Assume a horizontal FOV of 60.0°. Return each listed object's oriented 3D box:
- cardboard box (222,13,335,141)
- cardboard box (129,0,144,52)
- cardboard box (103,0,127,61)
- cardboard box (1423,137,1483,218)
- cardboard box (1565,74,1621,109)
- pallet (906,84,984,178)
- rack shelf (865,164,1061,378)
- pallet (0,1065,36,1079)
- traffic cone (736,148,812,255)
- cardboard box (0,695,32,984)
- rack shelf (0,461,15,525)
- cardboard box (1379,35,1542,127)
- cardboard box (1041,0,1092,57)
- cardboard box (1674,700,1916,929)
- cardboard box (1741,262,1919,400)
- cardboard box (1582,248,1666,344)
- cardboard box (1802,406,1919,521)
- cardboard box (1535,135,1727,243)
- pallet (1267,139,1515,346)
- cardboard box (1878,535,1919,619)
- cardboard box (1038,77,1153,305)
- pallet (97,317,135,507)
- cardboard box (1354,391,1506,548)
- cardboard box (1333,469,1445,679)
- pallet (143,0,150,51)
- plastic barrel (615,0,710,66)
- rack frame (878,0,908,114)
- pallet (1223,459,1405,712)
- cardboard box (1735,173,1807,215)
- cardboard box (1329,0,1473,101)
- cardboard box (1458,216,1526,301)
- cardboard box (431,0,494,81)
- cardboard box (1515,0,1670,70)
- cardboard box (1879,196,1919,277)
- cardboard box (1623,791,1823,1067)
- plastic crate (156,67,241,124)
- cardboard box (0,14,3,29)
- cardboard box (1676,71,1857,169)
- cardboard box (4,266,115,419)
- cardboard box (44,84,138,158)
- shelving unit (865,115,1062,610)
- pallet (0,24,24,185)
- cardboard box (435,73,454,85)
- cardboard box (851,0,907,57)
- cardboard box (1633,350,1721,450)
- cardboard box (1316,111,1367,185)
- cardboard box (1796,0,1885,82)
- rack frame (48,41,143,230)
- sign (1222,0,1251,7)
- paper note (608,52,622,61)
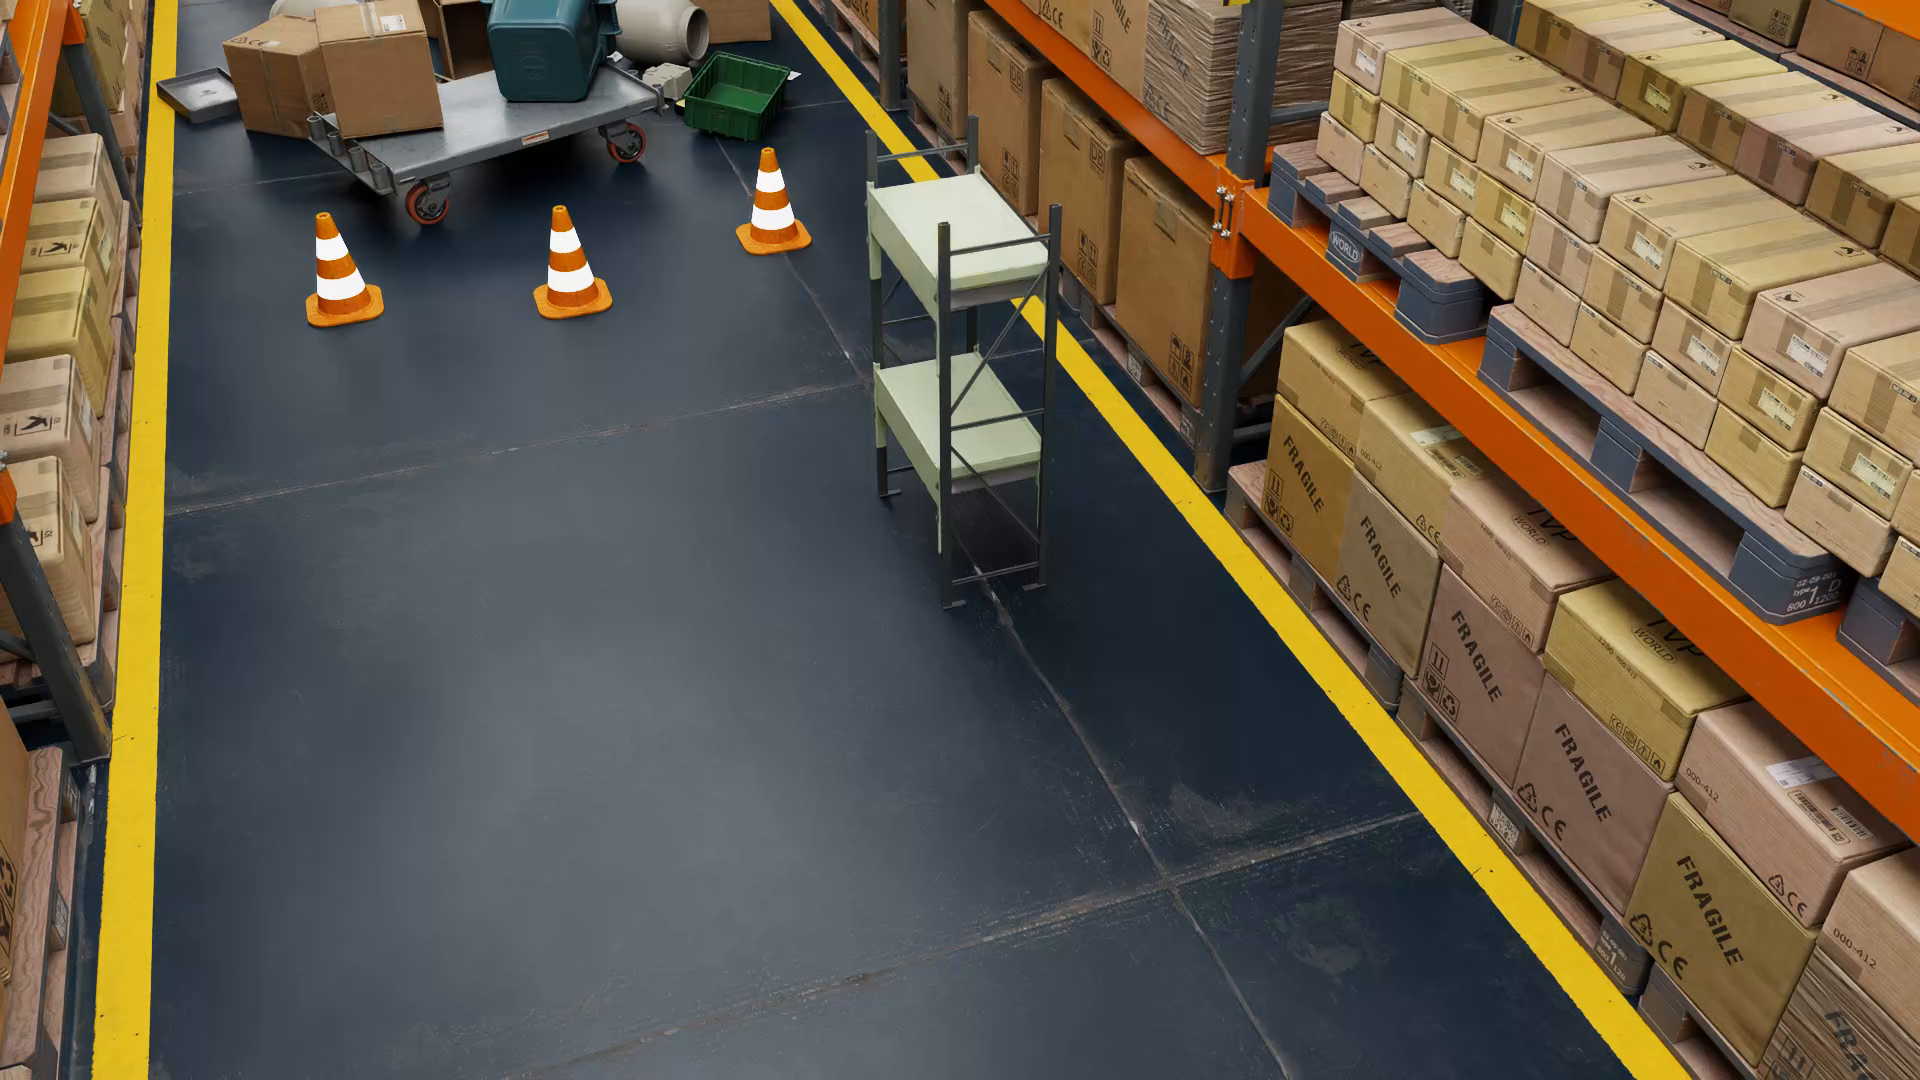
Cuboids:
[{"bbox_3d":[-3.671,-2.575,9.251,0.500,0.500,0.500,12,39,16],"label":"cardboard box"},{"bbox_3d":[-5.070,-3.025,9.709,0.500,0.250,0.500,-14,39,-18],"label":"cardboard box"},{"bbox_3d":[-4.725,-2.744,8.712,0.500,0.500,0.500,-11,38,-14],"label":"cardboard box"},{"bbox_3d":[1.577,-1.077,4.799,0.380,0.149,0.250,-14,39,-17],"label":"cardboard box"},{"bbox_3d":[2.100,-1.359,5.173,0.380,0.149,0.250,-11,38,-14],"label":"cardboard box"},{"bbox_3d":[0.369,-2.233,9.040,1.003,0.211,1.213,-12,39,-16],"label":"pallet"},{"bbox_3d":[-0.002,-0.915,5.569,0.431,0.370,0.720,-12,39,-16],"label":"rack shelf"},{"bbox_3d":[-2.587,1.837,3.636,1.003,0.211,1.213,-12,39,-16],"label":"pallet"},{"bbox_3d":[-0.924,-1.684,8.101,0.336,0.463,0.334,-12,39,-16],"label":"traffic cone"},{"bbox_3d":[-3.044,0.662,4.294,0.875,0.875,0.875,-13,39,-16],"label":"cardboard box"},{"bbox_3d":[-2.516,0.991,3.039,1.077,0.370,4.000,-12,39,-16],"label":"rack shelf"},{"bbox_3d":[1.481,-1.360,4.928,0.380,0.149,0.250,-13,39,-17],"label":"cardboard box"},{"bbox_3d":[0.660,-2.311,6.742,0.500,0.500,0.500,-13,39,-17],"label":"cardboard box"},{"bbox_3d":[2.128,0.621,4.037,0.500,0.250,0.500,-11,38,-14],"label":"cardboard box"},{"bbox_3d":[2.016,-0.476,3.754,0.380,0.149,0.250,-14,39,-18],"label":"cardboard box"},{"bbox_3d":[1.831,-0.652,4.235,0.380,0.149,0.250,-13,39,-16],"label":"cardboard box"},{"bbox_3d":[2.102,-0.208,3.646,0.380,0.149,0.250,-14,39,-18],"label":"cardboard box"},{"bbox_3d":[1.747,-0.919,4.342,0.380,0.149,0.250,-11,38,-14],"label":"cardboard box"},{"bbox_3d":[1.754,-1.051,5.311,1.213,0.211,1.003,-12,39,-16],"label":"pallet"},{"bbox_3d":[2.203,0.072,3.522,0.380,0.149,0.250,-14,39,-18],"label":"cardboard box"},{"bbox_3d":[0.980,-1.633,7.445,1.050,0.750,0.750,-12,39,-15],"label":"cardboard box"},{"bbox_3d":[-3.887,-0.442,6.661,1.003,0.211,1.213,-12,39,-16],"label":"pallet"},{"bbox_3d":[1.594,-0.251,5.195,0.500,0.250,0.500,-13,39,-16],"label":"cardboard box"},{"bbox_3d":[1.589,0.059,5.408,0.500,0.500,0.500,-12,39,-15],"label":"cardboard box"},{"bbox_3d":[-5.684,-3.322,10.485,1.003,0.211,1.213,-12,39,-16],"label":"pallet"},{"bbox_3d":[-1.798,-3.062,9.963,0.512,0.421,0.421,12,39,16],"label":"plastic barrel"},{"bbox_3d":[0.033,-3.767,8.759,1.000,3.000,0.127,-12,39,-16],"label":"rack frame"},{"bbox_3d":[1.677,0.048,6.011,1.003,0.211,1.213,-12,39,-16],"label":"pallet"},{"bbox_3d":[2.362,-0.928,4.602,0.380,0.149,0.250,-13,39,-16],"label":"cardboard box"},{"bbox_3d":[1.508,-1.857,6.139,0.500,0.500,0.500,-12,39,-15],"label":"cardboard box"},{"bbox_3d":[1.653,-0.825,4.711,0.380,0.149,0.250,-11,38,-14],"label":"cardboard box"},{"bbox_3d":[-2.646,-3.008,9.712,0.797,0.637,0.503,-12,39,-16],"label":"cardboard box"},{"bbox_3d":[2.008,-1.631,5.287,0.380,0.149,0.250,-14,39,-18],"label":"cardboard box"},{"bbox_3d":[2.540,-0.753,4.122,0.380,0.149,0.250,-11,38,-15],"label":"cardboard box"},{"bbox_3d":[2.118,0.927,4.255,0.500,0.500,0.500,-13,39,-17],"label":"cardboard box"},{"bbox_3d":[-4.351,-2.576,9.603,0.402,0.080,0.583,-27,45,-31],"label":"plastic crate"},{"bbox_3d":[-3.806,-1.940,6.192,0.380,0.149,0.250,-12,39,-16],"label":"cardboard box"},{"bbox_3d":[2.278,-1.191,4.703,0.380,0.149,0.250,-11,38,-15],"label":"cardboard box"},{"bbox_3d":[-3.906,-0.710,6.535,0.950,0.372,0.625,-11,38,-14],"label":"cardboard box"},{"bbox_3d":[-4.530,-2.144,8.540,0.500,0.250,0.500,-14,39,-18],"label":"cardboard box"},{"bbox_3d":[-0.002,-0.603,5.804,0.431,1.500,0.755,-12,39,-16],"label":"shelving unit"},{"bbox_3d":[-3.923,-1.459,5.853,1.003,0.211,1.213,-12,39,-16],"label":"pallet"},{"bbox_3d":[-2.845,-2.498,9.346,0.396,0.266,0.258,19,41,23],"label":"cardboard box"},{"bbox_3d":[-0.118,-3.456,9.762,0.875,0.875,0.875,-12,39,-15],"label":"cardboard box"},{"bbox_3d":[1.920,-0.385,4.128,0.380,0.149,0.250,-14,39,-17],"label":"cardboard box"},{"bbox_3d":[1.374,-1.281,5.317,0.380,0.149,0.250,-13,39,-17],"label":"cardboard box"},{"bbox_3d":[5.255,-2.974,9.417,0.700,0.500,0.500,-16,40,-20],"label":"cardboard box"},{"bbox_3d":[-4.580,-2.686,7.322,1.000,3.000,0.127,-12,39,-16],"label":"rack frame"},{"bbox_3d":[0.889,-1.854,5.255,0.100,0.325,0.005,-12,39,-16],"label":"sign"},{"bbox_3d":[-2.153,-2.967,10.170,0.172,0.023,0.155,0,37,0],"label":"paper note"}]
